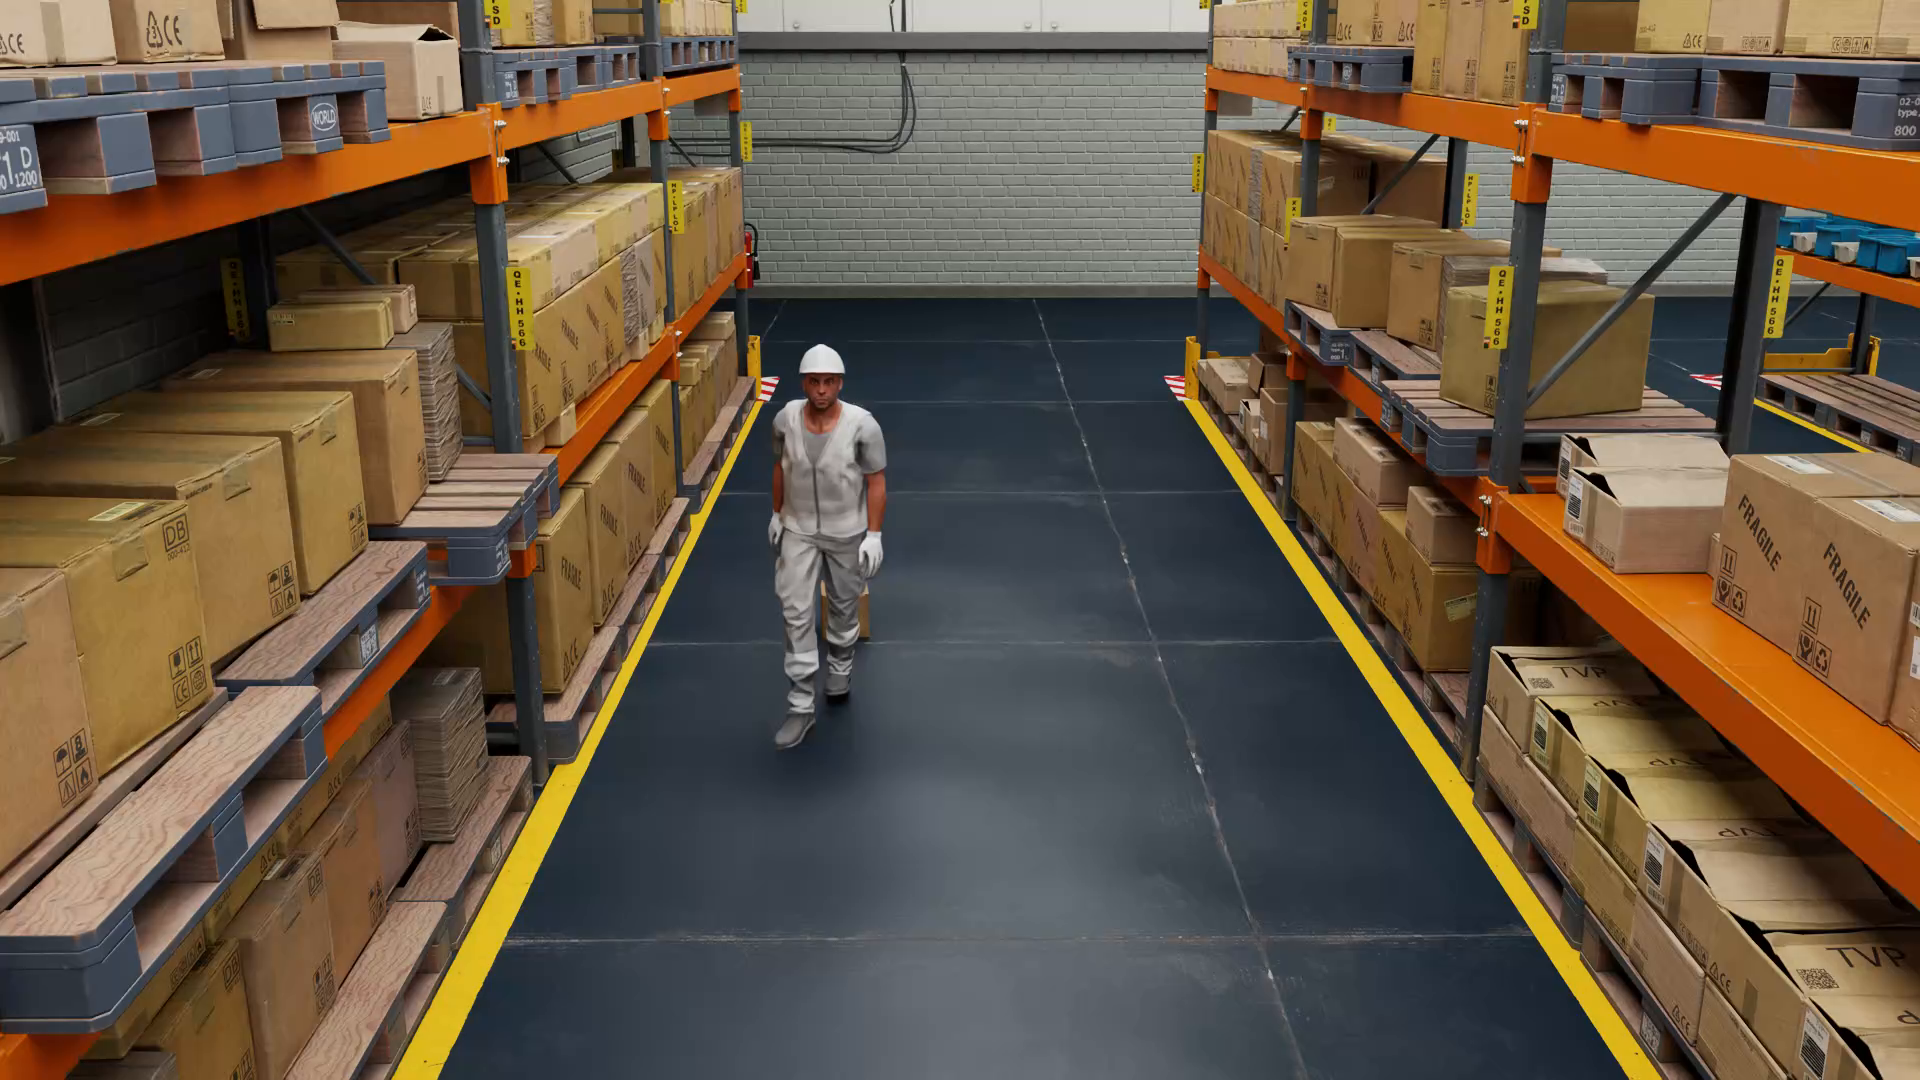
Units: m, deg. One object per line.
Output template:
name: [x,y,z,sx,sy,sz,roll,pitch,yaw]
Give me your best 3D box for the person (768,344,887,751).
person: [-0.616,-0.019,7.566,0.577,1.776,0.825,1,17,3]
